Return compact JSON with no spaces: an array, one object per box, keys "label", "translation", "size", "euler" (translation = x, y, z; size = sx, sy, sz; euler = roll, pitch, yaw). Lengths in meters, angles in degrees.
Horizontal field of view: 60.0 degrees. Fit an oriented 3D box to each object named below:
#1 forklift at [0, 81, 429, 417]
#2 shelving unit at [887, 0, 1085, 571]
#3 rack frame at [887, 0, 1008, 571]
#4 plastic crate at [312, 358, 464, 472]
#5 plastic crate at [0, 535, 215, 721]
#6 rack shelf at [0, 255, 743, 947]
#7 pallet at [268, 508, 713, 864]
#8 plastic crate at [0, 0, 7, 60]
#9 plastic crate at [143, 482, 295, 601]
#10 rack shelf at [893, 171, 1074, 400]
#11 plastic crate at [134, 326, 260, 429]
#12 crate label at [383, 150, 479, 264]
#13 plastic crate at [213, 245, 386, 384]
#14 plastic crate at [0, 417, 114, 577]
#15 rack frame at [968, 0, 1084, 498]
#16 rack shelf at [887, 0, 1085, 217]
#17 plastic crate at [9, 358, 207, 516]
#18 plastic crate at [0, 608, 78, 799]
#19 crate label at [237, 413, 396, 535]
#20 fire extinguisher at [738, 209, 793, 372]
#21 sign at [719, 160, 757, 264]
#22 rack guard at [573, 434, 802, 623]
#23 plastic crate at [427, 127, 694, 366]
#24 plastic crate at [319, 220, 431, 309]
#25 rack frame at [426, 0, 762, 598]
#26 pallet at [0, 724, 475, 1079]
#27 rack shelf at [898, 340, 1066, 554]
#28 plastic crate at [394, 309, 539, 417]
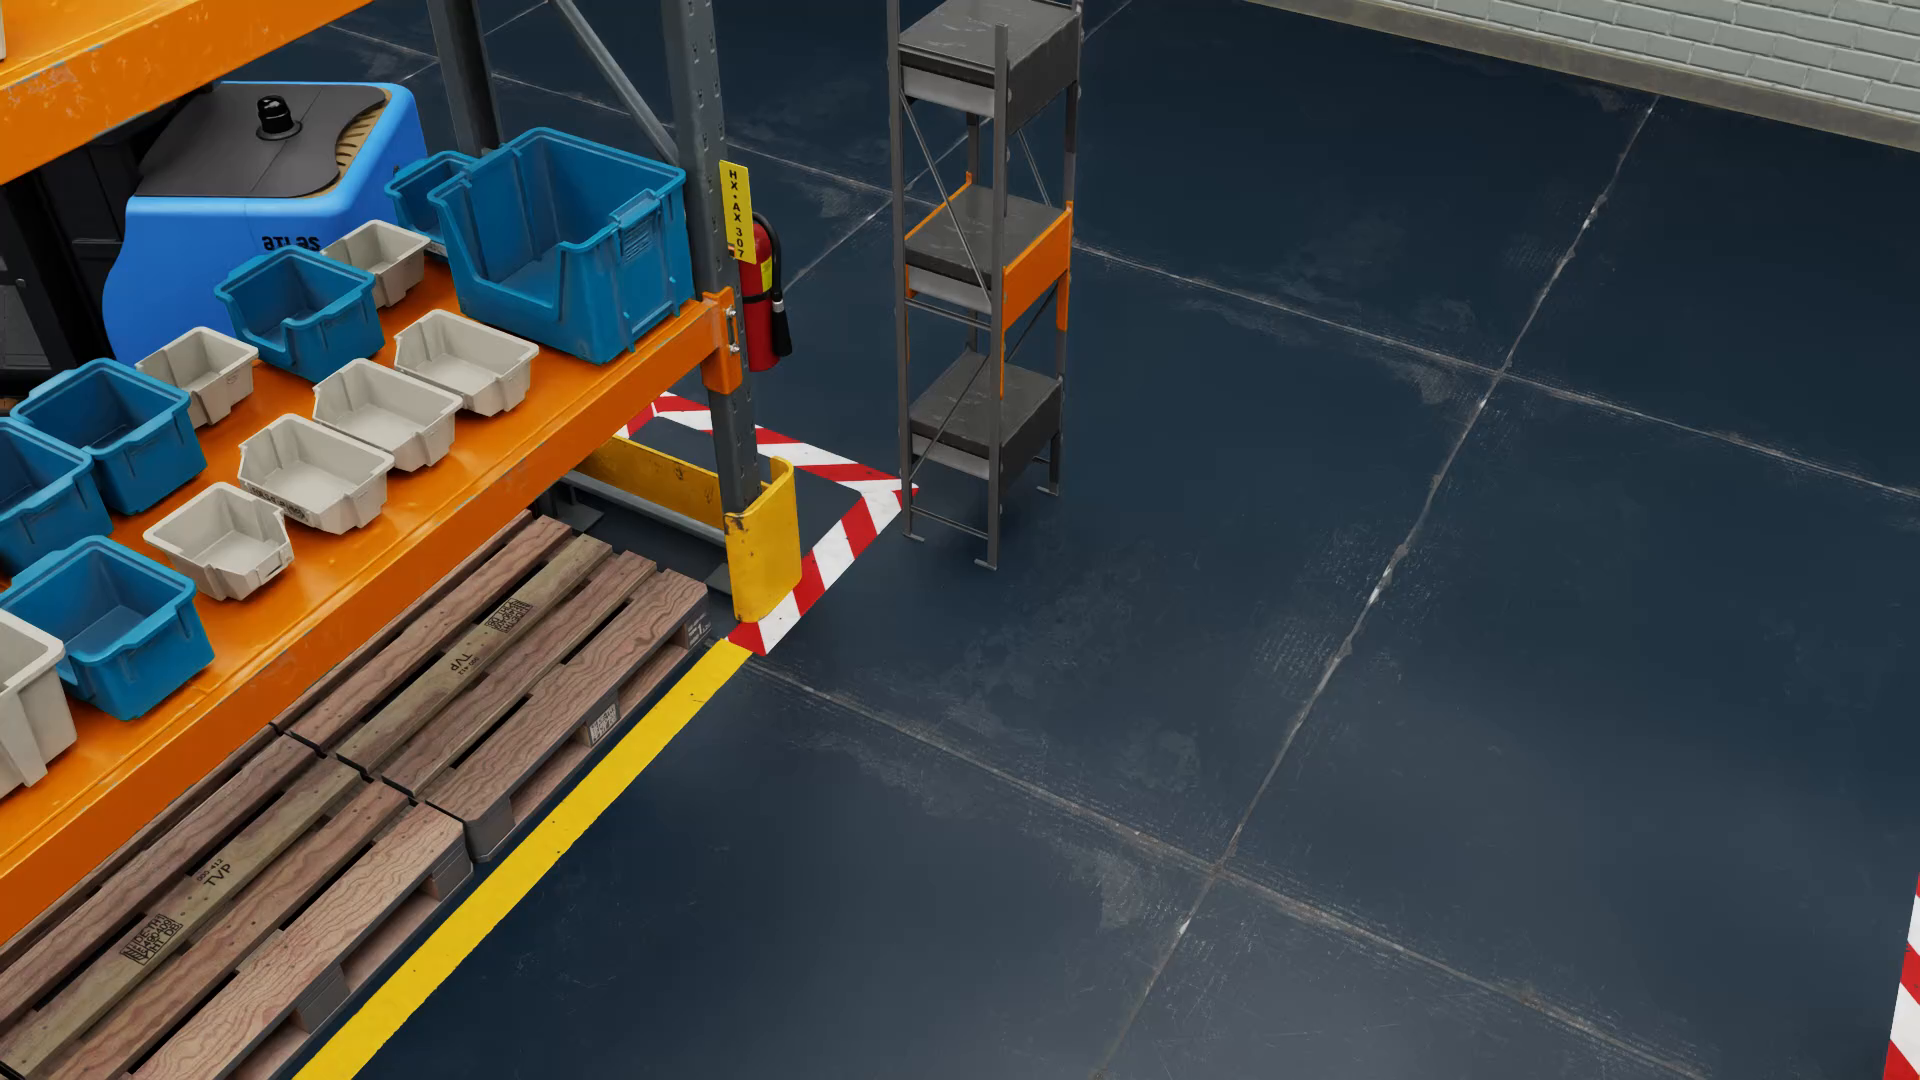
[{"label":"forklift","translation":[-3.717,-1.855,6.139],"size":[3.031,2.935,1.130],"euler":[1,41,1]},{"label":"shelving unit","translation":[0.083,-0.883,5.664],"size":[0.431,2.100,0.503],"euler":[21,45,22]},{"label":"rack frame","translation":[-0.039,-0.743,5.505],"size":[0.400,2.100,0.015],"euler":[21,45,22]},{"label":"plastic crate","translation":[-1.556,-0.324,4.502],"size":[0.396,0.136,0.243],"euler":[21,45,22]},{"label":"plastic crate","translation":[-1.953,0.212,3.821],"size":[0.416,0.233,0.300],"euler":[21,45,22]},{"label":"rack shelf","translation":[-2.148,0.326,4.154],"size":[1.077,0.370,4.000],"euler":[21,45,22]},{"label":"pallet","translation":[-1.593,0.418,5.616],"size":[1.003,0.211,1.213],"euler":[21,45,22]},{"label":"plastic crate","translation":[-1.966,-0.850,2.876],"size":[0.437,0.136,0.530],"euler":[21,45,22]},{"label":"plastic crate","translation":[-1.806,0.019,4.113],"size":[0.298,0.136,0.250],"euler":[21,45,22]},{"label":"rack shelf","translation":[0.083,-0.872,5.673],"size":[0.431,0.518,0.480],"euler":[21,45,22]},{"label":"plastic crate","translation":[-2.127,-0.435,4.628],"size":[0.250,0.136,0.298],"euler":[21,45,22]},{"label":"crate label","translation":[-1.556,-1.015,5.214],"size":[0.416,0.233,0.303],"euler":[21,45,22]},{"label":"plastic crate","translation":[-1.885,-0.639,4.787],"size":[0.416,0.233,0.300],"euler":[21,45,22]},{"label":"plastic crate","translation":[-2.365,-0.090,4.164],"size":[0.416,0.233,0.300],"euler":[21,45,22]},{"label":"rack frame","translation":[0.205,-1.022,5.822],"size":[0.400,2.100,0.015],"euler":[21,45,22]},{"label":"rack shelf","translation":[0.083,-1.398,5.210],"size":[0.431,0.518,0.480],"euler":[21,45,22]},{"label":"plastic crate","translation":[-2.215,-0.262,4.359],"size":[0.416,0.233,0.300],"euler":[21,45,22]},{"label":"plastic crate","translation":[-2.225,0.410,3.559],"size":[0.437,0.282,0.530],"euler":[21,45,22]},{"label":"crate label","translation":[-1.674,-0.156,4.312],"size":[0.396,0.136,0.243],"euler":[21,45,22]},{"label":"fire extinguisher","translation":[-0.678,-0.855,5.292],"size":[0.296,0.674,0.183],"euler":[21,45,22]},{"label":"sign","translation":[-0.663,-0.977,4.966],"size":[0.100,0.325,0.005],"euler":[21,45,22]},{"label":"rack guard","translation":[-1.146,-0.168,6.062],"size":[1.175,0.500,0.348],"euler":[21,45,22]},{"label":"plastic crate","translation":[-1.153,-0.870,4.897],"size":[0.616,0.435,0.499],"euler":[21,45,22]},{"label":"plastic crate","translation":[-1.788,-0.823,5.069],"size":[0.250,0.136,0.298],"euler":[21,45,22]},{"label":"rack frame","translation":[-1.147,-1.088,5.216],"size":[1.000,3.000,0.127],"euler":[21,45,22]},{"label":"pallet","translation":[-2.205,1.113,4.826],"size":[1.003,0.211,1.213],"euler":[21,45,22]},{"label":"rack shelf","translation":[0.083,-0.347,6.135],"size":[0.431,0.518,0.480],"euler":[21,45,22]},{"label":"plastic crate","translation":[-1.398,-0.485,4.685],"size":[0.396,0.136,0.243],"euler":[21,45,22]}]
